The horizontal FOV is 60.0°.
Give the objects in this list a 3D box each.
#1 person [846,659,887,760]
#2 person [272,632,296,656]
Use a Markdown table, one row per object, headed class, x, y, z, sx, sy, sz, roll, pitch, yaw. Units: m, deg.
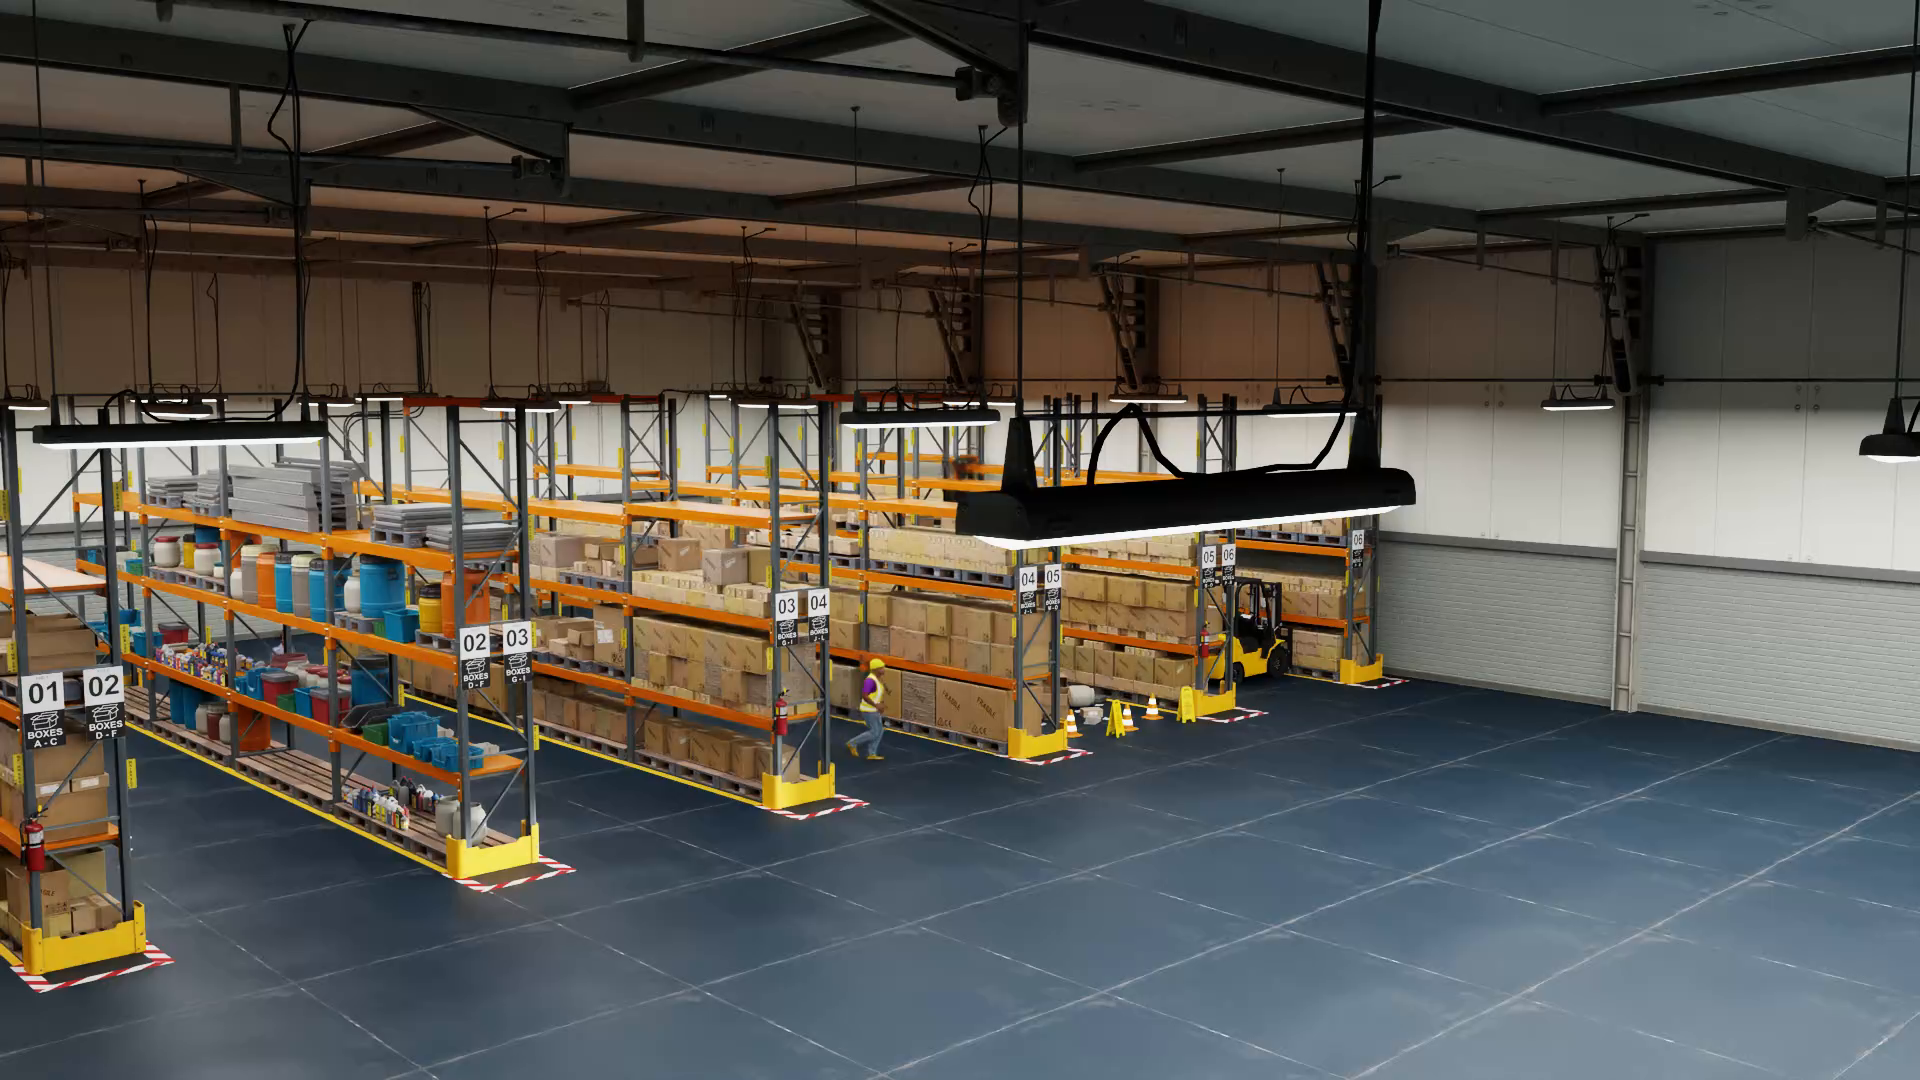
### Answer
| class | x | y | z | sx | sy | sz | roll | pitch | yaw |
| --- | --- | --- | --- | --- | --- | --- | --- | --- | --- |
| person | -1.540 | 2.822 | 27.640 | 0.689 | 1.712 | 0.700 | 1 | 6 | 11 |
| person | -12.490 | 2.540 | 30.769 | 0.826 | 1.707 | 0.557 | 4 | 7 | 38 |
